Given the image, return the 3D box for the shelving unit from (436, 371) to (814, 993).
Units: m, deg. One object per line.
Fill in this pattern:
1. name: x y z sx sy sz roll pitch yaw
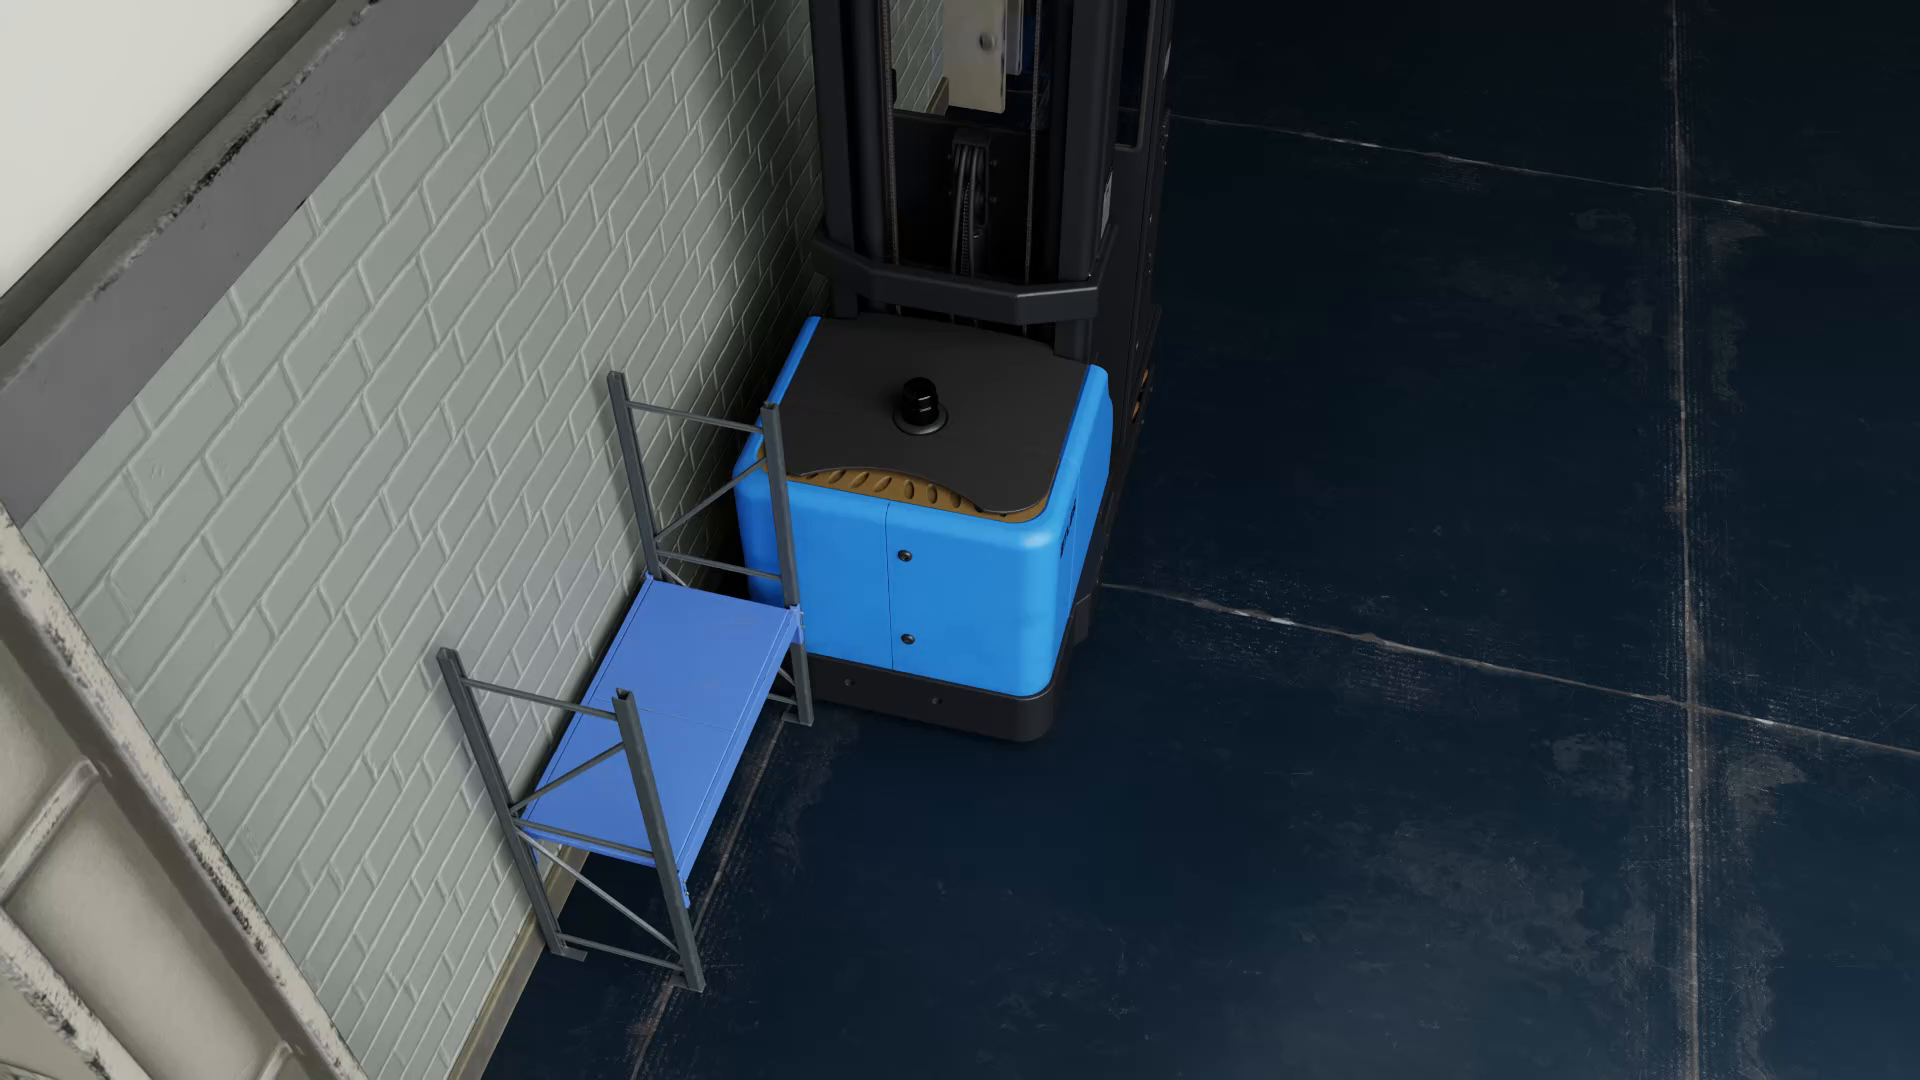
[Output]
1. shelving unit: -0.882 0.449 4.854 0.538 1.500 1.048 12 50 10

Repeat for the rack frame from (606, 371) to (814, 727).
1. rack frame: -0.745 0.082 5.178 0.500 1.500 0.032 12 50 10

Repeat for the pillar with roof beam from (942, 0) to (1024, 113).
1. pillar with roof beam: 4.264 -4.379 4.113 9.100 9.000 0.400 12 50 10

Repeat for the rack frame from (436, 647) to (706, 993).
1. rack frame: -1.018 0.816 4.530 0.500 1.500 0.032 12 50 10

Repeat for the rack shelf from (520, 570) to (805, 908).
1. rack shelf: -0.882 0.568 4.988 0.538 0.185 1.000 12 50 10

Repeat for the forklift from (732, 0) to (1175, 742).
1. forklift: 0.159 -1.427 5.554 1.130 2.935 3.031 11 50 10
